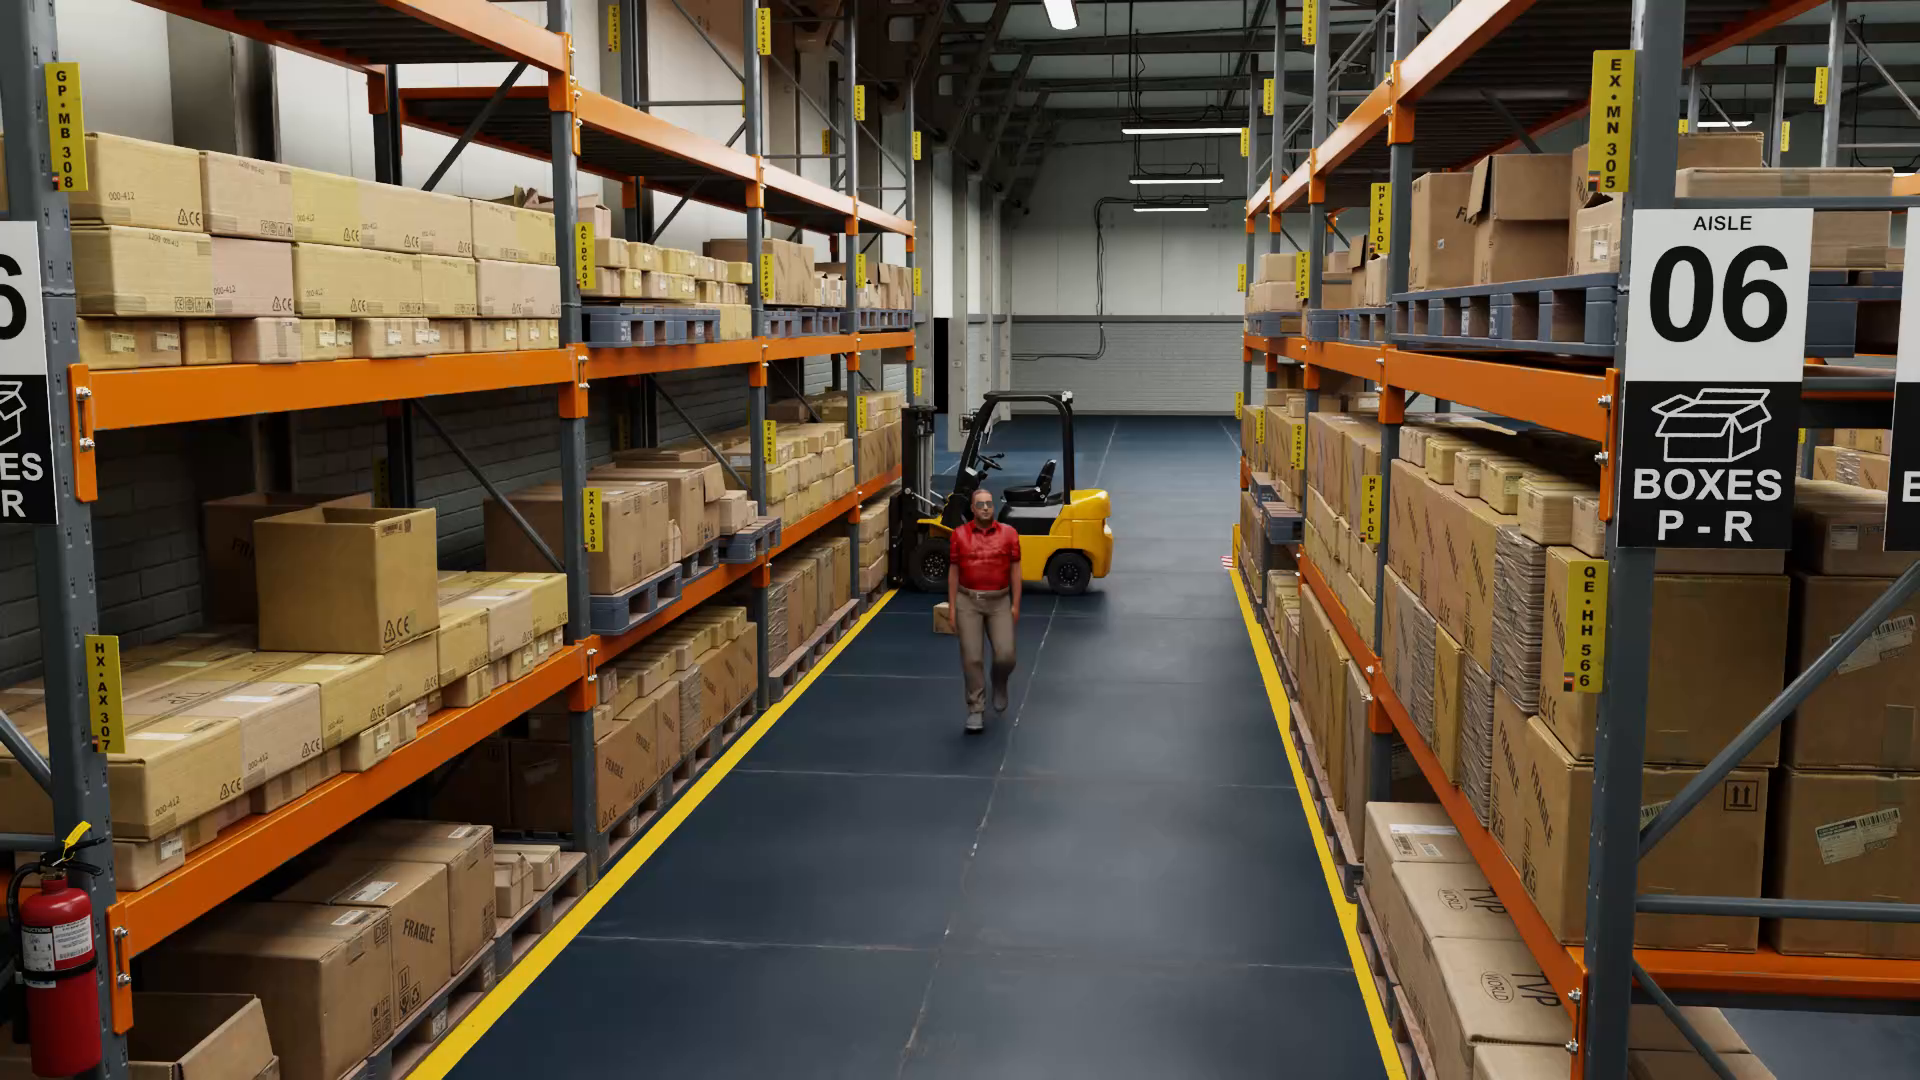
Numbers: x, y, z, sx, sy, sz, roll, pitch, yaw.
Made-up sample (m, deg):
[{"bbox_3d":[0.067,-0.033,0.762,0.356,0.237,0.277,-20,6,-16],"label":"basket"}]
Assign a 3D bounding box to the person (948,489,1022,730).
[{"bbox_3d":[0.181,0.483,12.066,0.542,1.712,0.592,0,8,-1],"label":"person"}]
